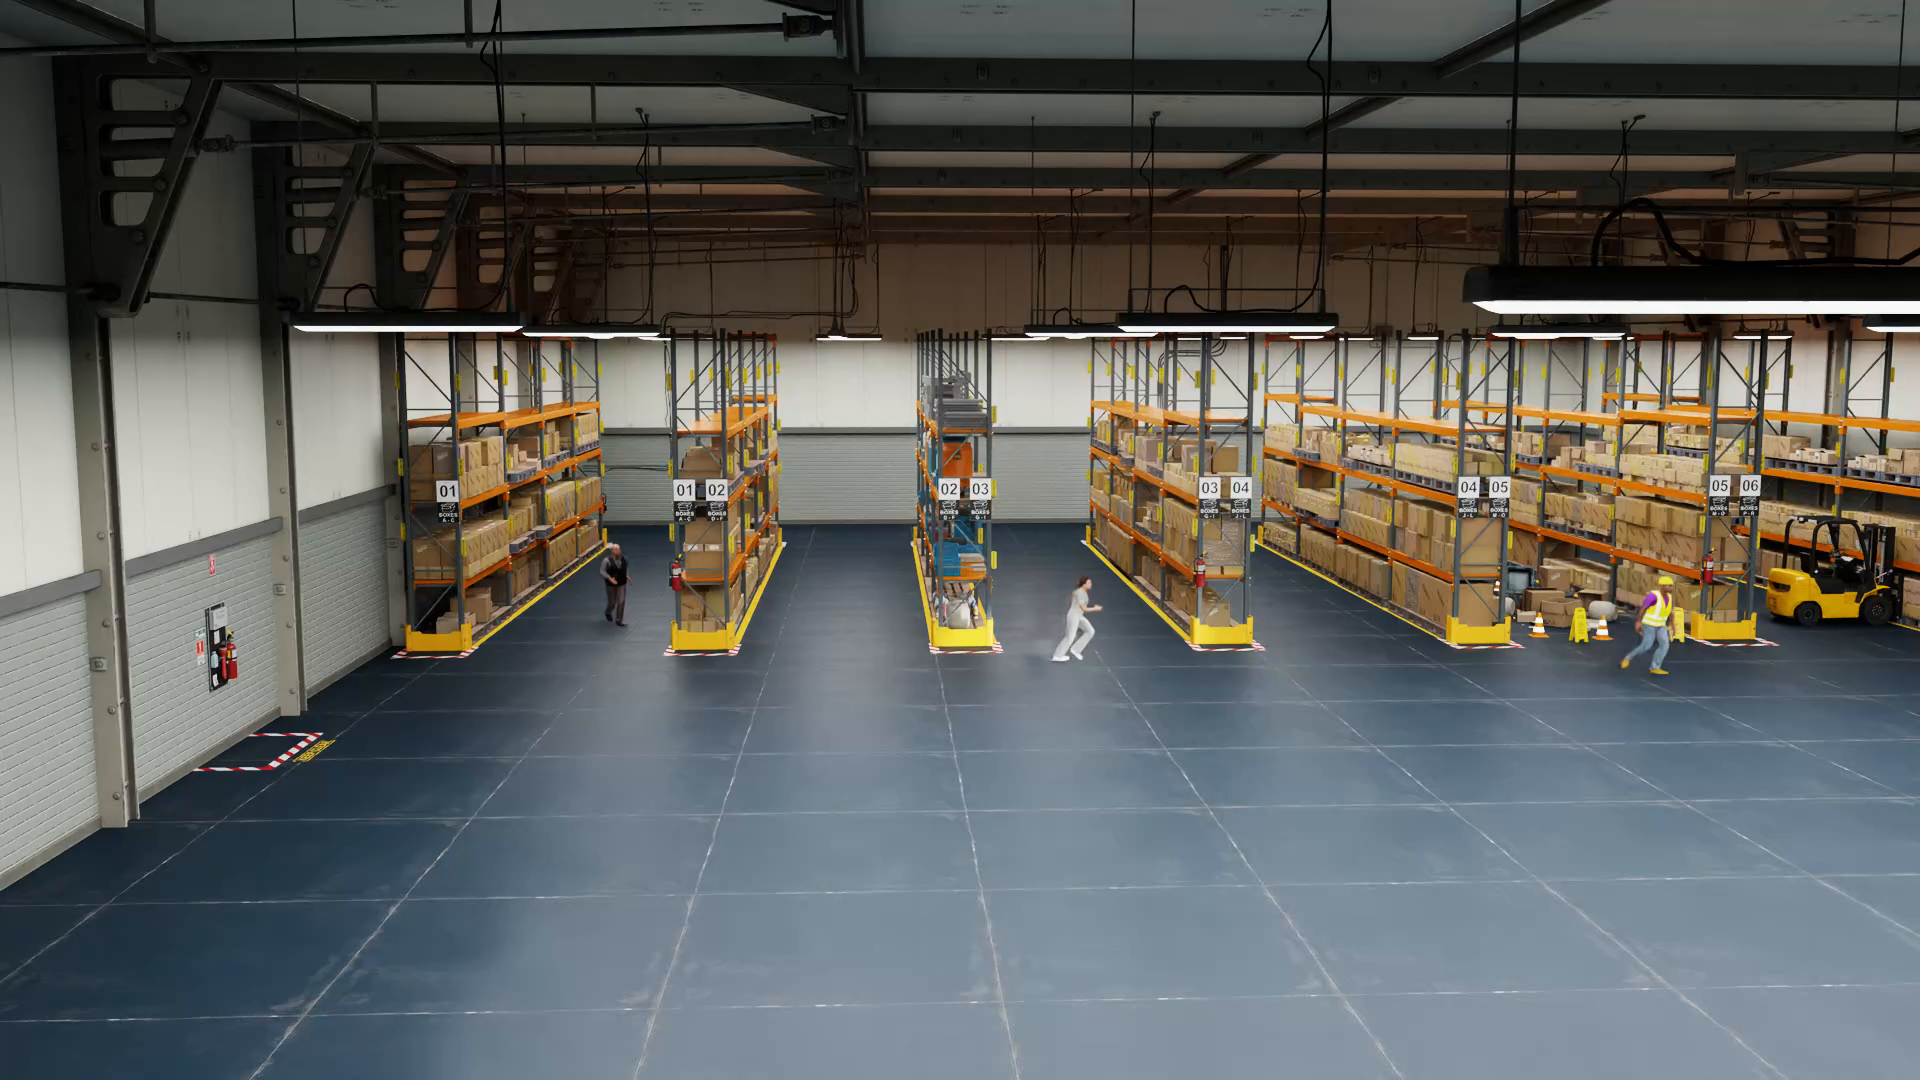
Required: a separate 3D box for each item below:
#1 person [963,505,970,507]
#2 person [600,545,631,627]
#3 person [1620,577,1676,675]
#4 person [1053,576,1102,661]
[{"bbox_3d":[0.331,-0.746,48.345,0.583,1.578,0.620,7,9,44],"label":"person"},{"bbox_3d":[-7.043,0.910,33.875,0.654,1.681,0.818,-4,8,-28],"label":"person"},{"bbox_3d":[12.004,1.467,28.954,0.774,1.708,0.757,-4,8,-31],"label":"person"},{"bbox_3d":[2.122,1.407,29.922,0.894,1.566,0.552,2,7,18],"label":"person"}]
